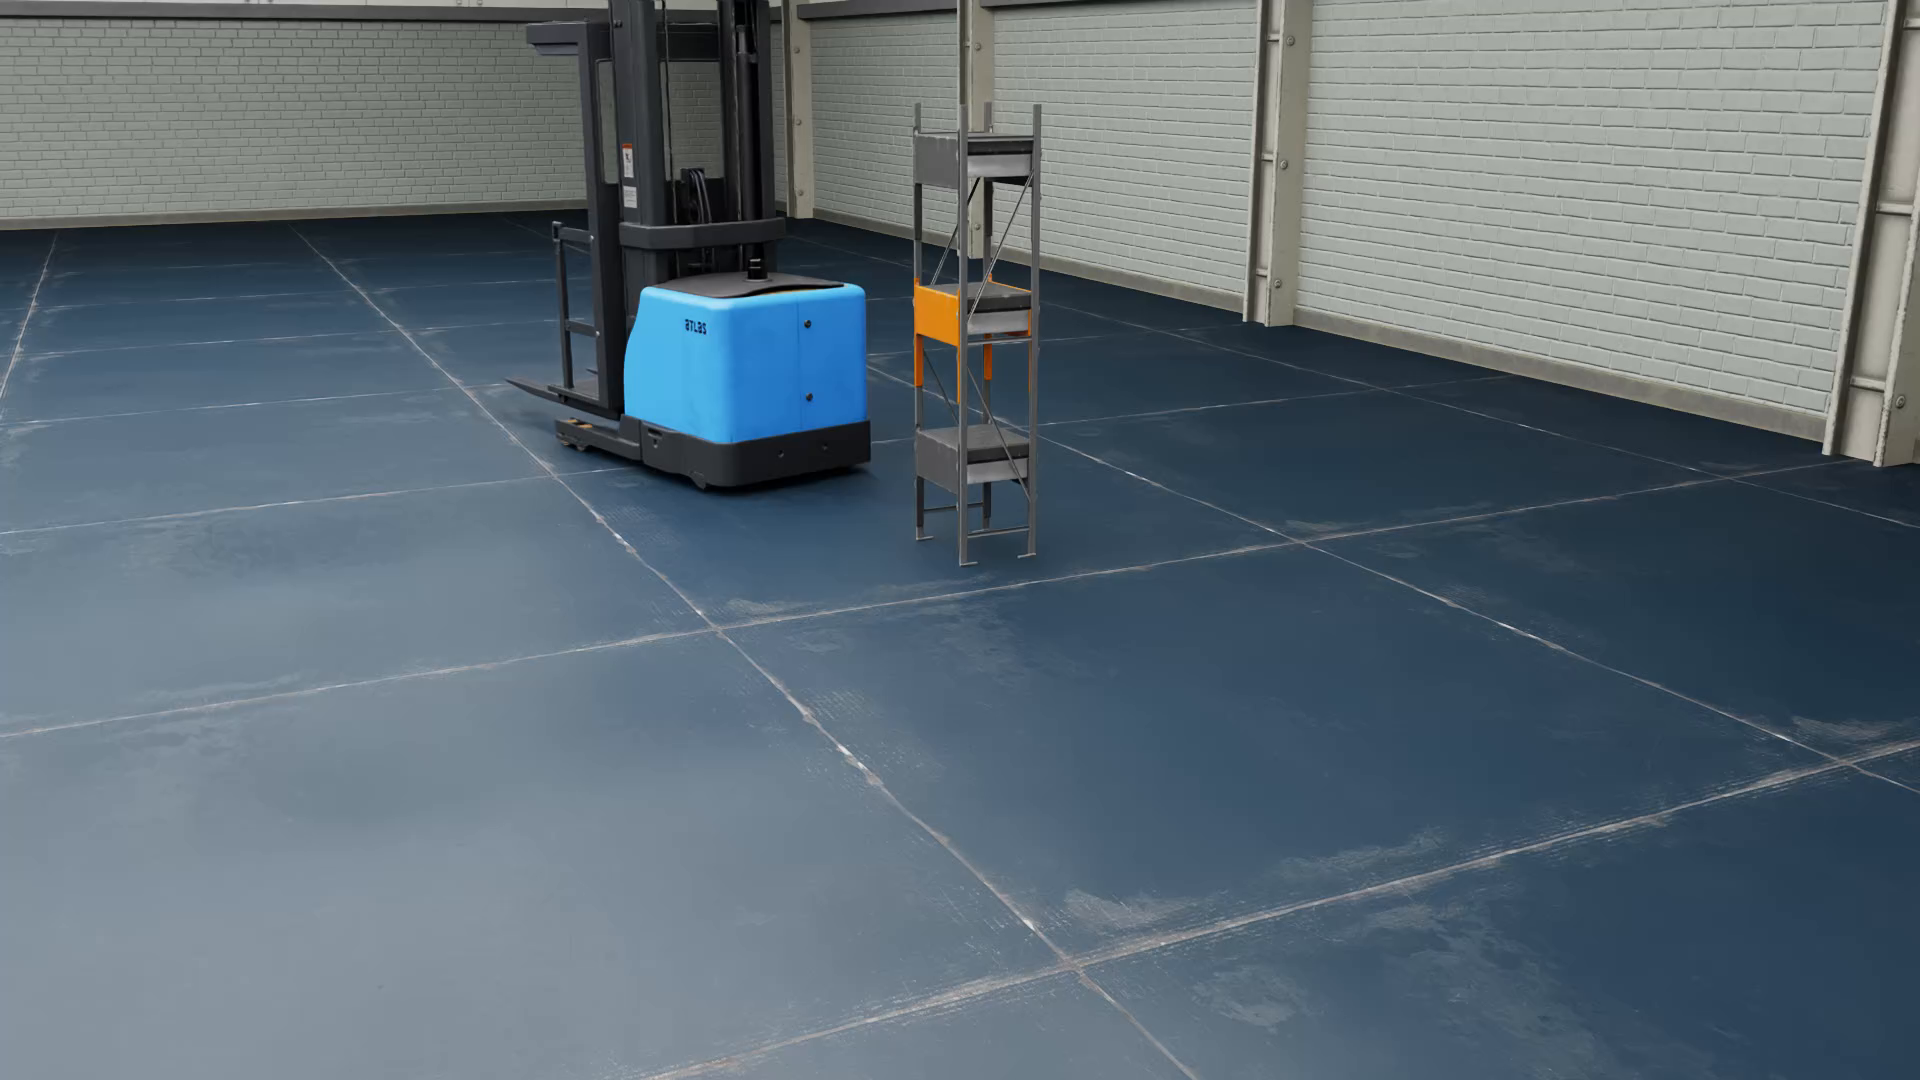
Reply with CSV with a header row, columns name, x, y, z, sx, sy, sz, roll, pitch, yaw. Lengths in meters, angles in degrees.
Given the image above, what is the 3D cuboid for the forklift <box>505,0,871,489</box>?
name,x,y,z,sx,sy,sz,roll,pitch,yaw
forklift,-1.849,-2.027,10.001,1.130,2.935,3.031,-13,21,-38

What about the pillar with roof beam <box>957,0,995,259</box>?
name,x,y,z,sx,sy,sz,roll,pitch,yaw
pillar with roof beam,-3.683,-7.275,17.287,9.100,9.000,0.400,-8,18,-25

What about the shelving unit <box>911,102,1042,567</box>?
name,x,y,z,sx,sy,sz,roll,pitch,yaw
shelving unit,0.073,-0.968,7.818,0.431,2.100,0.503,-8,18,-25

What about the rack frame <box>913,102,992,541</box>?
name,x,y,z,sx,sy,sz,roll,pitch,yaw
rack frame,-0.034,-1.029,8.029,0.400,2.100,0.015,-8,18,-25

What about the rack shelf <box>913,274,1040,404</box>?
name,x,y,z,sx,sy,sz,roll,pitch,yaw
rack shelf,0.073,-0.955,7.822,0.431,0.518,0.480,-8,18,-25

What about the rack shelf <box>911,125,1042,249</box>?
name,x,y,z,sx,sy,sz,roll,pitch,yaw
rack shelf,0.073,-1.628,7.629,0.431,0.518,0.480,-8,18,-25

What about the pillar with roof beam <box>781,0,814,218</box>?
name,x,y,z,sx,sy,sz,roll,pitch,yaw
pillar with roof beam,-6.311,-8.762,22.471,9.100,9.000,0.400,-8,18,-25

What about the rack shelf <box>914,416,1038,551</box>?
name,x,y,z,sx,sy,sz,roll,pitch,yaw
rack shelf,0.073,-0.282,8.015,0.431,0.518,0.480,-8,18,-25

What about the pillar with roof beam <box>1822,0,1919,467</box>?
name,x,y,z,sx,sy,sz,roll,pitch,yaw
pillar with roof beam,1.574,-4.299,6.918,9.100,9.000,0.400,-8,18,-25

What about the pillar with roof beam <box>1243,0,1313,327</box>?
name,x,y,z,sx,sy,sz,roll,pitch,yaw
pillar with roof beam,-1.054,-5.787,12.102,9.100,9.000,0.400,-8,18,-25

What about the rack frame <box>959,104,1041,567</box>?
name,x,y,z,sx,sy,sz,roll,pitch,yaw
rack frame,0.179,-0.908,7.607,0.400,2.100,0.015,-8,18,-25
